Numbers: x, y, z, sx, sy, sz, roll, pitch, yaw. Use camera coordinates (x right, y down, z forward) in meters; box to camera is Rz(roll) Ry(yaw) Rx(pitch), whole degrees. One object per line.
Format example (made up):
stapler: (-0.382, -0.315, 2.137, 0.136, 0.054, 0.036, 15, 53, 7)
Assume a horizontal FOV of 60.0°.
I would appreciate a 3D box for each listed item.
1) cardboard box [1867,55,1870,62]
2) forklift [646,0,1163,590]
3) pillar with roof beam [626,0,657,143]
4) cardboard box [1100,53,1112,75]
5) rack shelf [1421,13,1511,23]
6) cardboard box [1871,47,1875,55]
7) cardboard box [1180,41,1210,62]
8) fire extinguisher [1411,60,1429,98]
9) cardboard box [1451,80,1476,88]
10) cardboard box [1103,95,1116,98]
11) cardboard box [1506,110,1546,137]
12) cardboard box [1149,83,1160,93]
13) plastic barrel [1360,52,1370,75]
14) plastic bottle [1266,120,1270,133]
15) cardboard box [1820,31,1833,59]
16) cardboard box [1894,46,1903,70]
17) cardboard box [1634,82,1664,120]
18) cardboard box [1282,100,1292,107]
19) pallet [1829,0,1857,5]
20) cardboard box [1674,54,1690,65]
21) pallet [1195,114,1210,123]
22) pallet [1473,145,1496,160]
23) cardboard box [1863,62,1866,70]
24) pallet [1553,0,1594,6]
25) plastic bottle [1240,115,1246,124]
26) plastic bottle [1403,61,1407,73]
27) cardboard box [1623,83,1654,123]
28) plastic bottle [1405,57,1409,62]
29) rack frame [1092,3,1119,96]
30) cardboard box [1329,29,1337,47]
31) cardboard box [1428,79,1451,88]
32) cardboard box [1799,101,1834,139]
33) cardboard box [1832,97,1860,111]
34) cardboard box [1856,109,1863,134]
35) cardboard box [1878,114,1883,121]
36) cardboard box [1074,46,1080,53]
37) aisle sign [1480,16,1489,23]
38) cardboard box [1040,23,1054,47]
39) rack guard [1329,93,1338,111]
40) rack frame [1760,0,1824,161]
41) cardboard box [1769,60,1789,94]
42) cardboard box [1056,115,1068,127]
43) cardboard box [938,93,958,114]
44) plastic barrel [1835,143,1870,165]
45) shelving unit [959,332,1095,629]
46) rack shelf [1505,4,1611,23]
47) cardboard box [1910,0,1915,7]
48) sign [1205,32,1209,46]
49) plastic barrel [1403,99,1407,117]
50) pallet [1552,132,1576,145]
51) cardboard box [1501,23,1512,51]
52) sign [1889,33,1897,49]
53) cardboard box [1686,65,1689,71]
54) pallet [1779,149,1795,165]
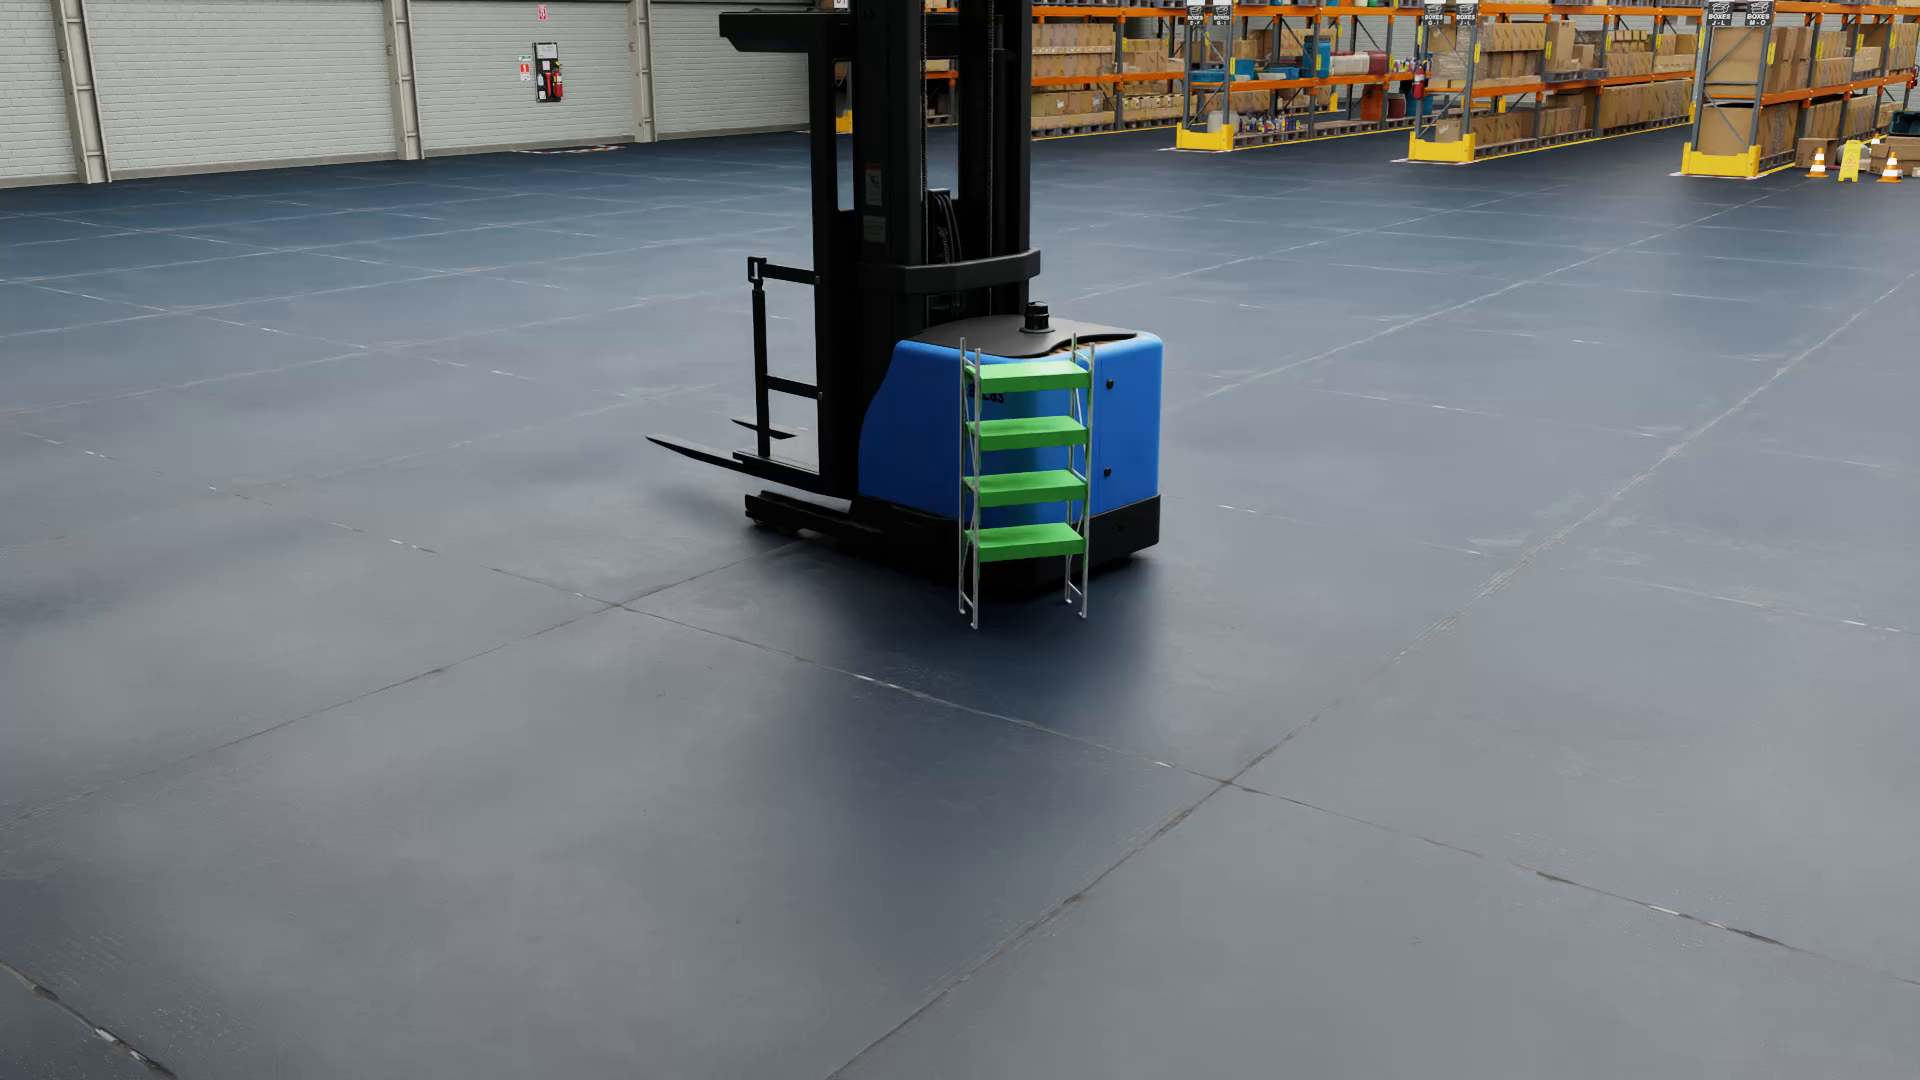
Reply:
cardboard box: (19.188, -10.285, 35.520, 0.380, 0.149, 0.250, 13, 21, 35)
forklift: (-0.453, -1.530, 8.228, 3.031, 2.935, 1.130, 16, 23, 42)
pillar with roof beam: (-3.353, -12.170, 32.260, 9.100, 9.000, 0.400, 12, 21, 35)
cardboard box: (3.147, -11.194, 39.065, 0.700, 0.500, 0.500, 12, 21, 33)
rack shelf: (13.340, -13.848, 43.934, 1.077, 0.370, 4.000, 12, 21, 35)
cardboard box: (19.496, -10.554, 35.883, 0.380, 0.149, 0.250, 12, 21, 35)
cardboard box: (6.074, -12.624, 42.962, 0.700, 0.500, 0.500, 5, 18, 16)
fire extinguisher: (8.538, -8.567, 30.902, 0.296, 0.674, 0.183, 12, 21, 35)
cardboard box: (9.338, -8.455, 30.837, 0.380, 0.149, 0.250, 12, 21, 35)
cardboard box: (3.722, -10.681, 40.563, 0.500, 0.311, 0.500, 13, 22, 36)
cardboard box: (11.743, -8.661, 34.548, 0.700, 0.500, 0.500, 11, 20, 31)
cardboard box: (5.641, -13.569, 50.388, 0.700, 0.500, 0.500, 12, 21, 33)
plastic barrel: (9.324, -11.101, 38.743, 0.421, 0.512, 0.421, 0, 17, 0)
plastic bottle: (6.533, -8.790, 35.350, 0.097, 0.271, 0.097, 0, 17, 0)
cardboard box: (16.482, -9.609, 32.275, 0.700, 0.500, 0.500, 12, 21, 34)
cardboard box: (21.165, -11.003, 37.947, 0.500, 0.500, 0.500, 12, 21, 34)
cardboard box: (16.584, -10.736, 40.634, 0.875, 0.875, 0.875, 12, 21, 35)
cardboard box: (9.104, -12.285, 46.783, 0.380, 0.166, 0.250, 12, 21, 35)
pallet: (16.661, -10.467, 32.152, 1.003, 0.211, 1.213, 14, 22, 37)
cardboard box: (18.131, -12.148, 42.055, 0.500, 0.250, 0.500, 12, 21, 34)
pallet: (6.265, -11.046, 43.457, 1.003, 0.211, 1.213, 12, 21, 35)
pallet: (9.534, -7.423, 31.791, 1.003, 0.211, 1.213, 12, 21, 35)
cardboard box: (19.039, -10.084, 35.372, 0.380, 0.149, 0.250, 12, 21, 33)
pallet: (12.428, -11.221, 34.577, 1.213, 0.211, 1.003, 12, 21, 35)
plastic bottle: (6.091, -9.013, 35.934, 0.144, 0.351, 0.185, 13, 22, 37)
plastic bottle: (10.812, -11.509, 40.444, 0.061, 0.283, 0.133, 12, 21, 35)
cardboard box: (15.761, -10.437, 39.671, 1.225, 0.875, 0.875, 12, 21, 35)
plastic bottle: (11.005, -11.715, 40.993, 0.144, 0.351, 0.185, 12, 21, 35)
rack frame: (4.192, -14.033, 48.376, 1.000, 3.000, 0.127, 12, 21, 35)
cardboard box: (10.512, -14.482, 47.967, 0.500, 0.500, 0.500, 12, 21, 34)
cardboard box: (8.980, -8.534, 31.090, 0.380, 0.149, 0.250, 12, 21, 35)
cardboard box: (16.713, -8.342, 33.135, 1.050, 0.750, 0.750, 13, 21, 36)
cardboard box: (18.573, -9.161, 34.930, 0.500, 0.250, 0.500, 12, 21, 34)
cardboard box: (18.891, -8.928, 35.442, 0.500, 0.500, 0.500, 12, 21, 33)
cardboard box: (20.522, -9.518, 37.433, 0.380, 0.149, 0.250, 14, 22, 37)
cardboard box: (2.502, -11.142, 37.804, 0.380, 0.149, 0.250, 13, 22, 36)
aisle sign: (14.336, -14.547, 45.645, 0.394, 0.787, 0.004, 12, 21, 35)
cardboard box: (1.652, -11.216, 36.947, 0.700, 0.500, 0.500, 12, 21, 33)
rack guard: (10.511, -12.900, 48.940, 1.175, 0.500, 0.348, 12, 21, 35)
rack frame: (15.283, -8.602, 30.884, 1.000, 3.000, 0.127, 12, 21, 35)
cardboard box: (13.829, -8.063, 28.897, 0.875, 0.550, 0.550, 12, 21, 35)
cardboard box: (2.114, -9.515, 37.755, 0.500, 0.250, 0.500, 12, 21, 35)
cardboard box: (-0.149, -11.323, 43.120, 0.700, 0.500, 0.500, 13, 22, 37)
plastic barrel: (15.839, -6.830, 29.524, 0.421, 0.421, 0.512, -4, 18, -13)
shelving unit: (0.273, -0.250, 7.014, 0.503, 1.200, 0.258, -5, 19, -15)
rack shelf: (12.551, -11.067, 34.980, 1.077, 0.370, 4.000, 12, 21, 35)
cardboard box: (21.469, -12.297, 37.979, 0.500, 0.250, 0.500, 14, 22, 37)
sign: (6.237, -12.662, 42.007, 0.100, 0.325, 0.005, 12, 21, 35)
plastic barrel: (10.981, -10.881, 41.712, 0.421, 0.512, 0.421, 0, 17, 0)
pallet: (12.549, -8.648, 35.736, 1.003, 0.211, 1.213, 12, 21, 35)
cardboard box: (10.123, -9.537, 31.540, 0.500, 0.500, 0.500, 12, 21, 35)
sign: (20.497, -10.963, 36.535, 0.100, 0.325, 0.005, 12, 21, 35)
cardboard box: (18.257, -11.975, 42.172, 0.380, 0.149, 0.250, 12, 21, 35)
pallet: (14.767, -7.103, 30.759, 1.003, 0.211, 1.213, 12, 21, 35)
